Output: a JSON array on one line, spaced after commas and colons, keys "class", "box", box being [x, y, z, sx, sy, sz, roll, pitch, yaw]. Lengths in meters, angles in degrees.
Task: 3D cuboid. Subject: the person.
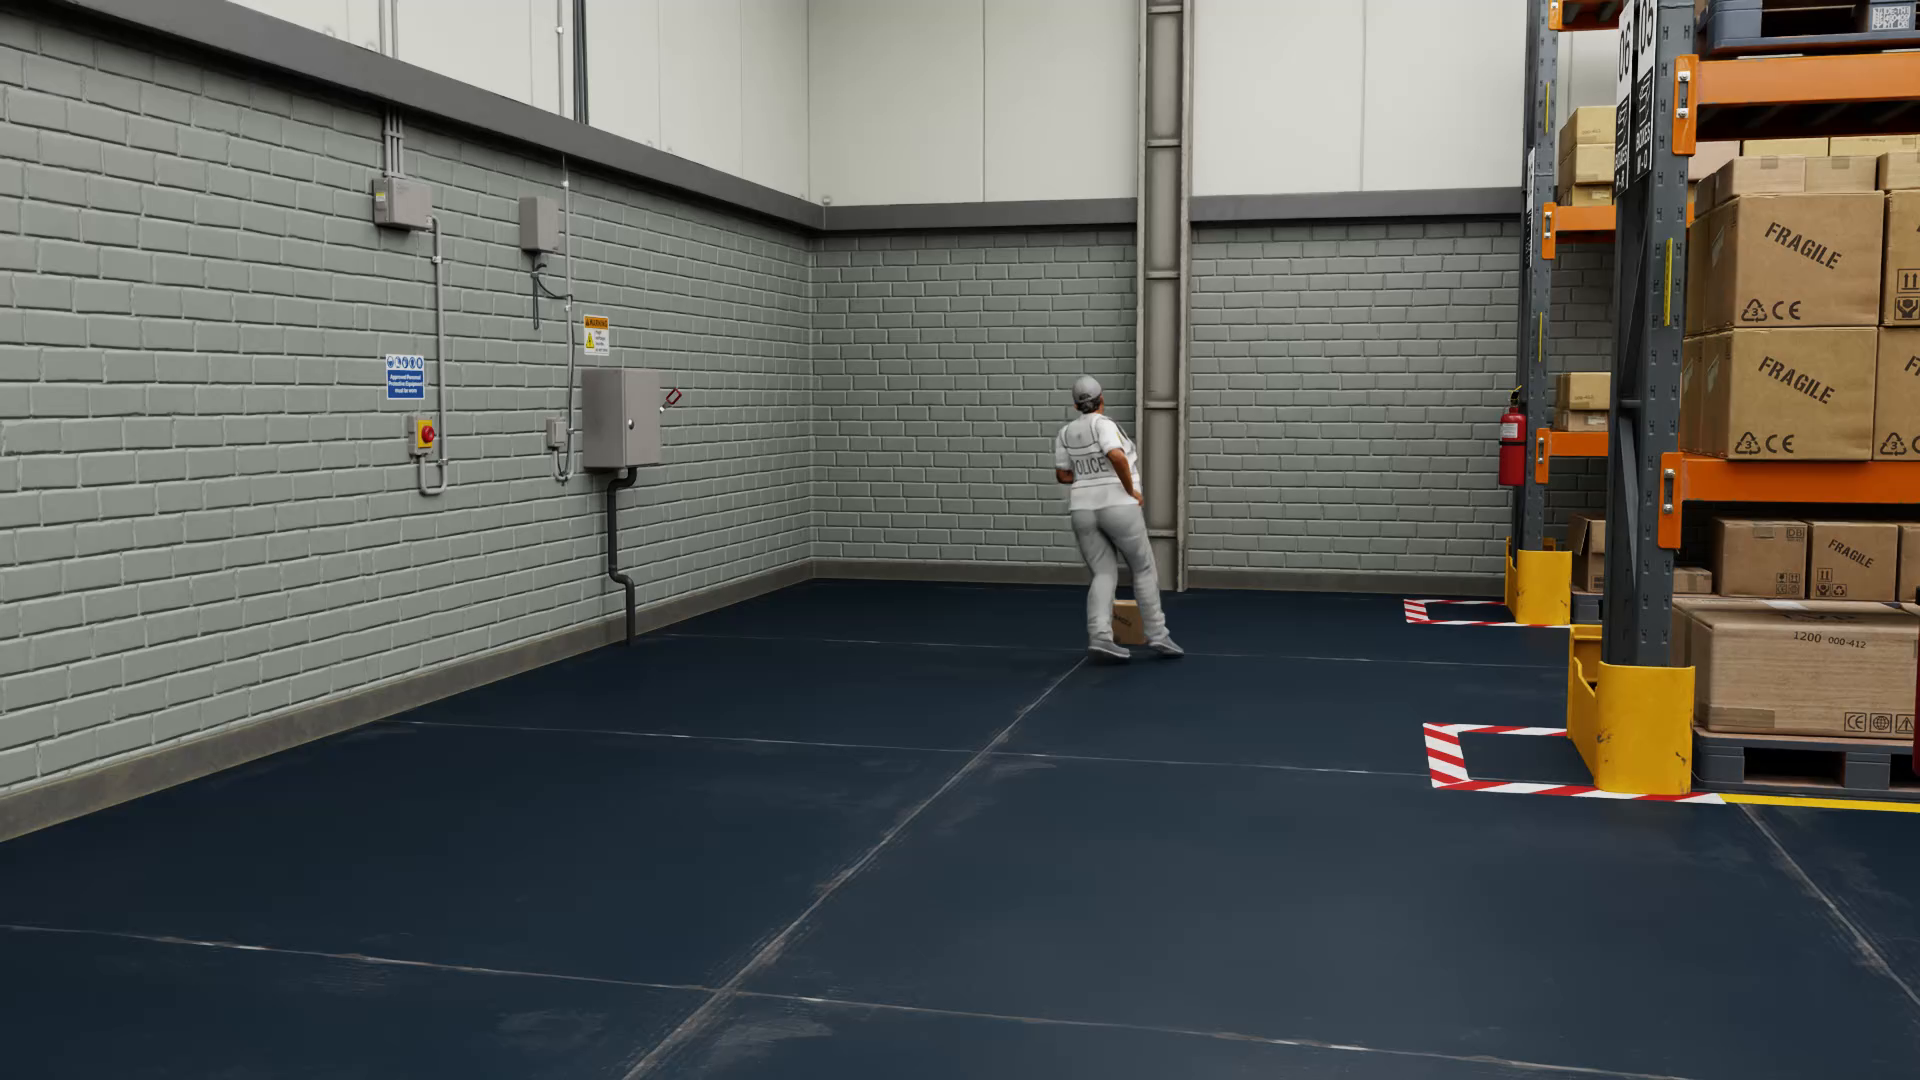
[{"class": "person", "box": [0.883, -0.127, 9.781, 0.687, 1.664, 0.694, 4, 6, 37]}]
